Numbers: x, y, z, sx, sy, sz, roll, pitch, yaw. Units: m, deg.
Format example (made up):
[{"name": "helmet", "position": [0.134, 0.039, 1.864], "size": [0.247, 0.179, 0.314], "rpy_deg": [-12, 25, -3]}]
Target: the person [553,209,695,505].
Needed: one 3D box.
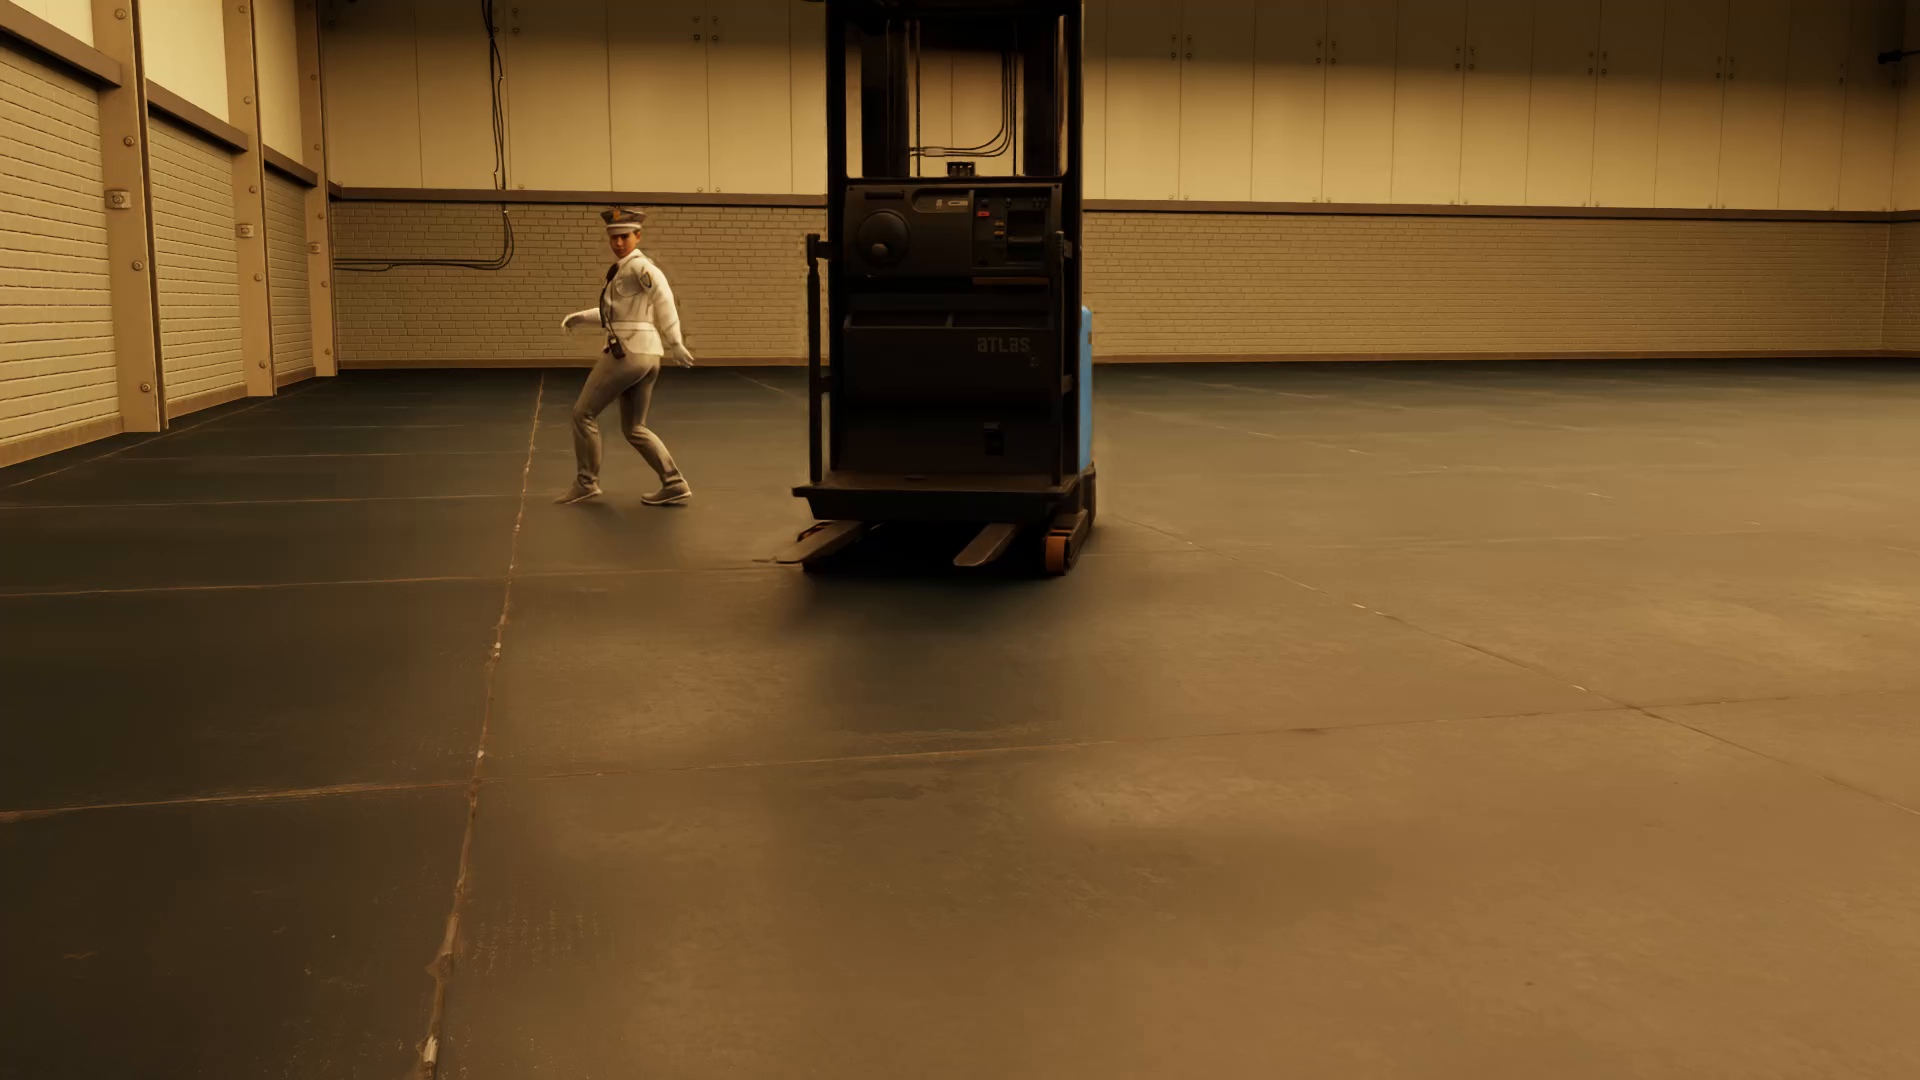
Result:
[{"name": "person", "position": [-1.819, -0.971, 9.027], "size": [0.889, 1.620, 0.497], "rpy_deg": [1, 8, 9]}]

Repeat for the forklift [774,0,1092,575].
[{"name": "forklift", "position": [-0.067, -1.359, 6.844], "size": [1.121, 2.935, 3.031], "rpy_deg": [1, 8, 8]}]
